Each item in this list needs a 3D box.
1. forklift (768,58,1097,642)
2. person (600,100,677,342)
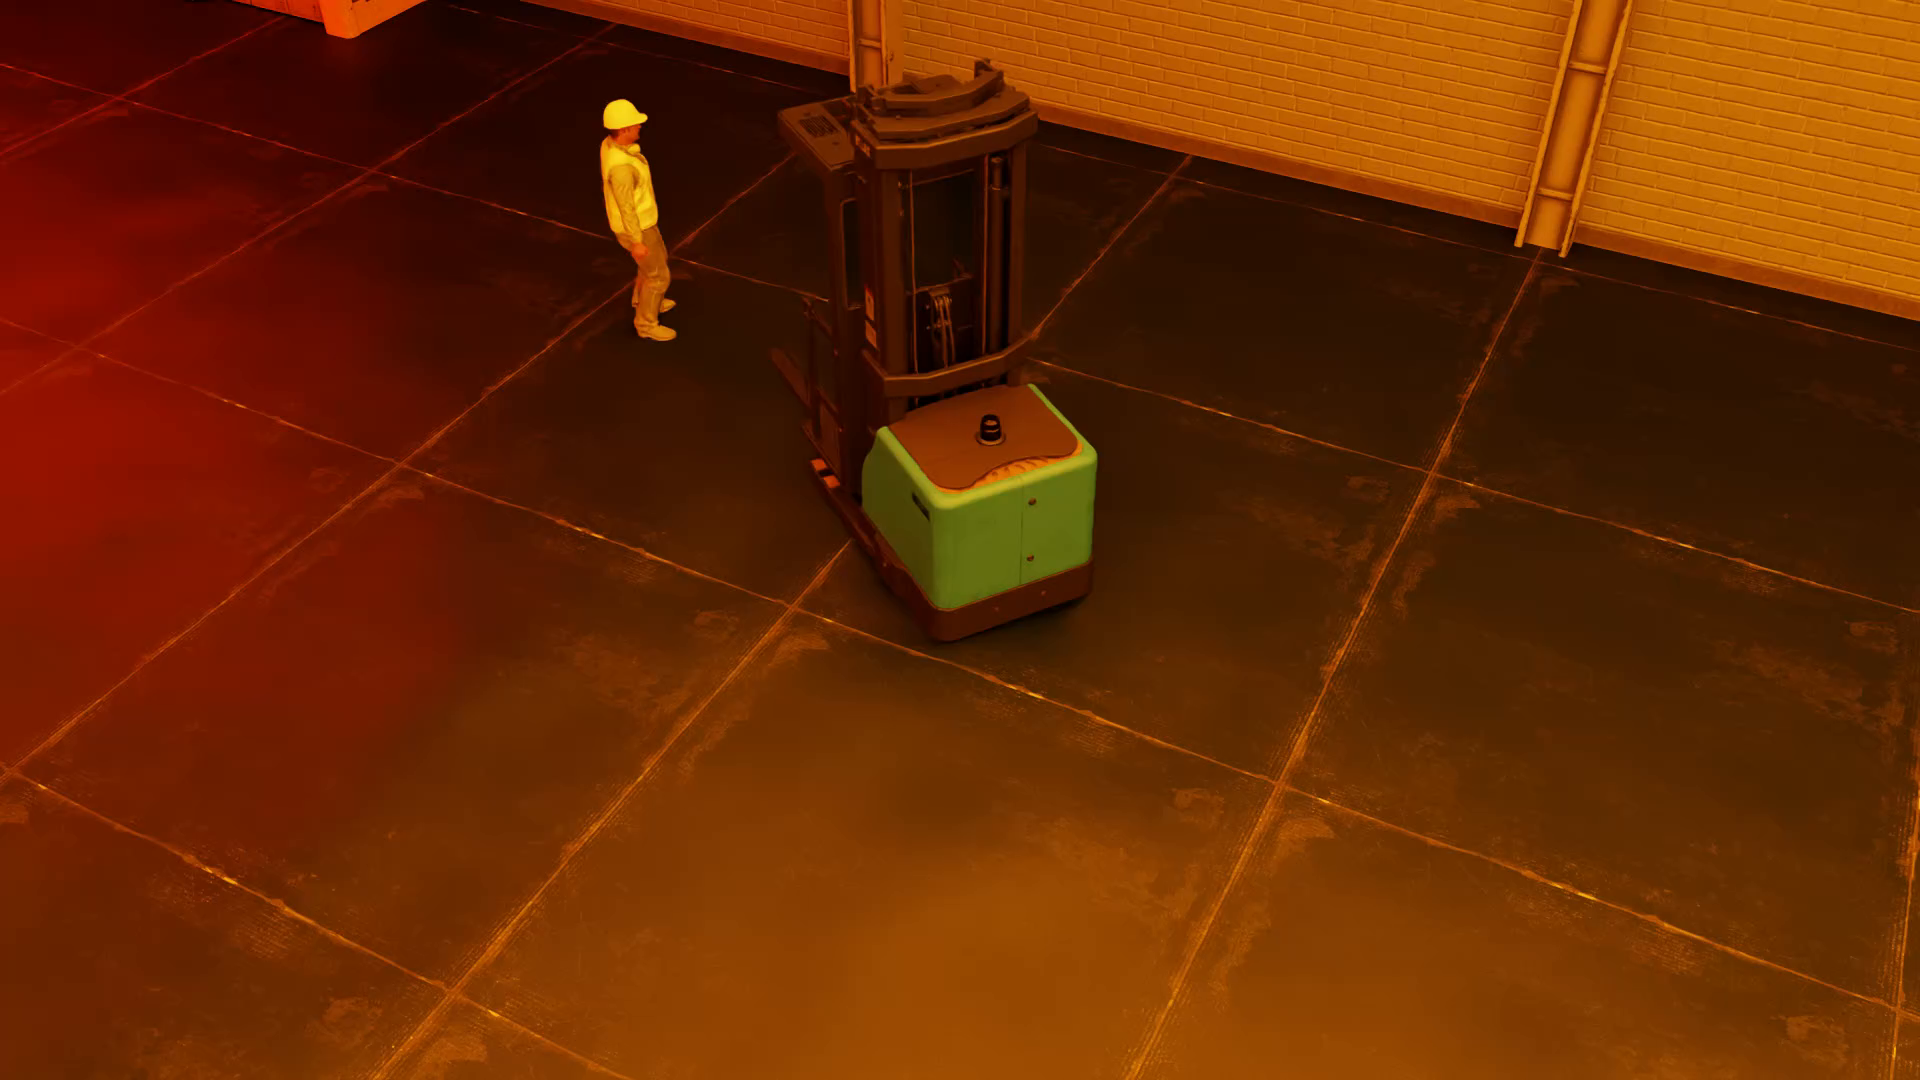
[{"bbox_3d":[-0.338,-1.486,9.751,1.130,2.935,3.031,-18,43,-20],"label":"forklift"},{"bbox_3d":[-2.248,-2.242,11.574,0.396,1.746,0.706,-9,41,-10],"label":"person"}]
